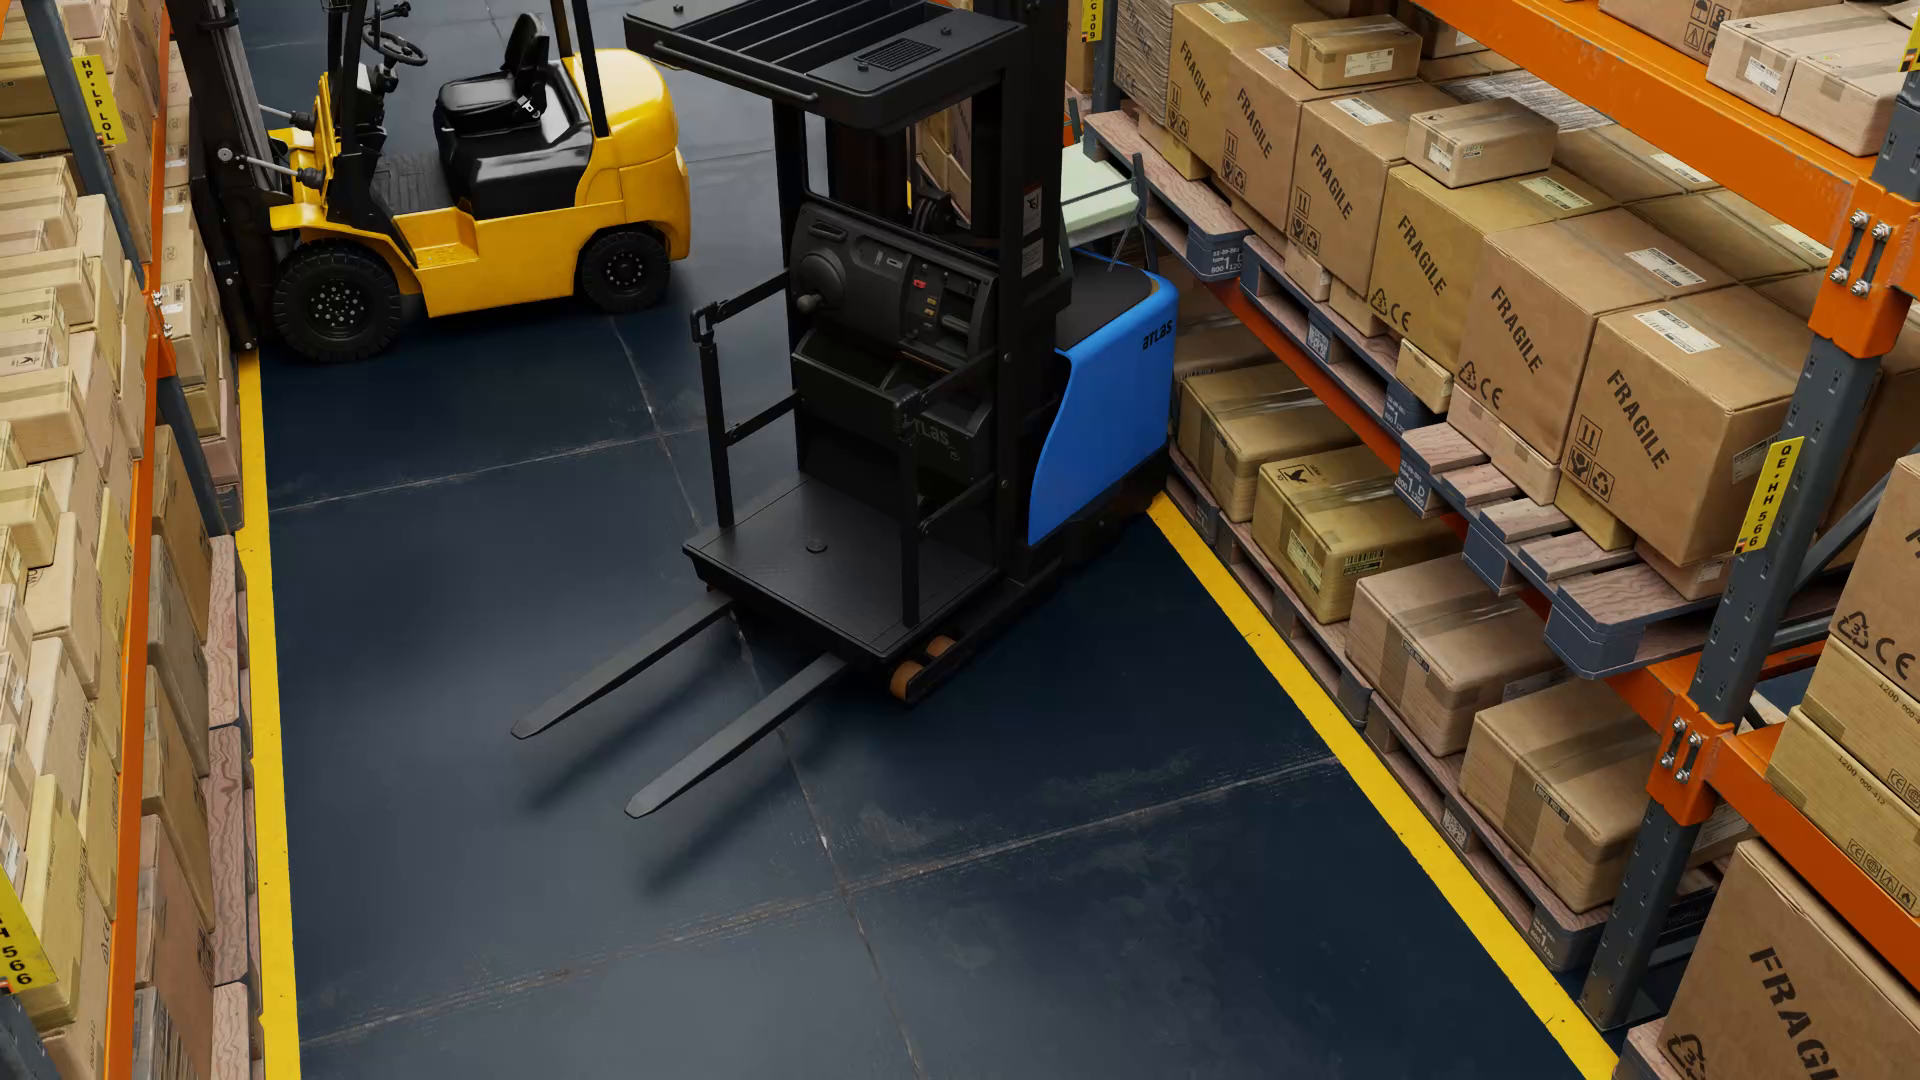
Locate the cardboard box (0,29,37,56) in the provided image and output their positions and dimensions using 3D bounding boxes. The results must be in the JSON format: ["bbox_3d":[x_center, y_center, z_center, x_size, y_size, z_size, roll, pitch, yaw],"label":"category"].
[{"bbox_3d":[-3.607,-1.806,6.284,0.380,0.149,0.250,-12,39,-15],"label":"cardboard box"}]

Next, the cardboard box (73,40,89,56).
[{"bbox_3d":[-3.653,-1.842,6.580,0.380,0.149,0.250,-13,39,-16],"label":"cardboard box"}]

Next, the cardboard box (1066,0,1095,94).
[{"bbox_3d":[0.689,-2.409,7.625,0.500,0.500,0.500,-13,39,-17],"label":"cardboard box"}]

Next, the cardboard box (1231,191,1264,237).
[{"bbox_3d":[1.265,-1.299,6.341,0.380,0.149,0.250,-12,39,-15],"label":"cardboard box"}]

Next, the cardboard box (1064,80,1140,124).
[{"bbox_3d":[0.678,-2.069,7.712,0.380,0.149,0.250,-13,39,-16],"label":"cardboard box"}]

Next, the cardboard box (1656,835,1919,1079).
[{"bbox_3d":[2.611,1.297,4.451,0.875,0.875,0.875,-13,39,-16],"label":"cardboard box"}]

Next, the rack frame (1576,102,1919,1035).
[{"bbox_3d":[2.452,0.209,4.479,1.000,3.000,0.127,-12,39,-16],"label":"rack frame"}]

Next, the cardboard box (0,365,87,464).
[{"bbox_3d":[-2.627,-0.323,4.564,0.380,0.149,0.250,-13,39,-17],"label":"cardboard box"}]

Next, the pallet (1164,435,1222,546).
[{"bbox_3d":[1.344,-0.497,7.735,1.003,0.211,1.213,-12,39,-16],"label":"pallet"}]

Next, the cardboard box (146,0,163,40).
[{"bbox_3d":[-4.375,-2.802,8.393,0.500,0.500,0.500,-11,38,-15],"label":"cardboard box"}]

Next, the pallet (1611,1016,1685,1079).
[{"bbox_3d":[2.652,1.784,4.706,1.003,0.211,1.213,-12,39,-16],"label":"pallet"}]

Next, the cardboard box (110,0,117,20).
[{"bbox_3d":[-3.860,-2.283,7.166,0.380,0.149,0.250,-14,39,-17],"label":"cardboard box"}]

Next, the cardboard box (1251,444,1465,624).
[{"bbox_3d":[1.749,-0.075,6.692,0.950,0.372,0.625,-11,38,-14],"label":"cardboard box"}]

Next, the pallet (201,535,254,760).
[{"bbox_3d":[-3.294,0.501,6.409,1.003,0.211,1.213,-12,39,-16],"label":"pallet"}]

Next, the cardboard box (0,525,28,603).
[{"bbox_3d":[-2.463,0.128,3.965,0.380,0.149,0.250,-12,39,-15],"label":"cardboard box"}]

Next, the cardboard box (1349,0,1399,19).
[{"bbox_3d":[1.695,-2.036,6.241,0.380,0.149,0.250,-14,39,-17],"label":"cardboard box"}]

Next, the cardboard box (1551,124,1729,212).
[{"bbox_3d":[2.139,-1.011,5.420,0.500,0.500,0.500,-12,39,-15],"label":"cardboard box"}]

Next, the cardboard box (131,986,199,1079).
[{"bbox_3d":[-2.409,1.664,4.172,0.875,0.625,0.625,-11,38,-15],"label":"cardboard box"}]

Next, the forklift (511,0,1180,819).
[{"bbox_3d":[-0.397,-0.880,5.983,1.130,2.935,3.031,26,44,30],"label":"forklift"}]

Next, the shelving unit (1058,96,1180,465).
[{"bbox_3d":[0.577,-1.085,7.369,0.431,1.500,0.755,-20,36,-8],"label":"shelving unit"}]

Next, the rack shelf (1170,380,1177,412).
[{"bbox_3d":[0.643,-0.828,7.560,0.431,0.370,0.720,-20,36,-8],"label":"rack shelf"}]

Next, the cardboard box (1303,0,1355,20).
[{"bbox_3d":[1.621,-1.884,6.578,0.500,0.500,0.500,-12,39,-16],"label":"cardboard box"}]

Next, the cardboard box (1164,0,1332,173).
[{"bbox_3d":[1.140,-1.770,6.427,0.500,0.500,0.500,-12,39,-16],"label":"cardboard box"}]

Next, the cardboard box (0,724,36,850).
[{"bbox_3d":[-2.134,0.548,3.407,0.380,0.149,0.250,-12,39,-15],"label":"cardboard box"}]

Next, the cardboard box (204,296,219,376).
[{"bbox_3d":[-3.636,-0.911,7.487,0.500,0.250,0.500,-13,39,-16],"label":"cardboard box"}]

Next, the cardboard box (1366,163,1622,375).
[{"bbox_3d":[1.671,-0.891,5.261,0.500,0.500,0.500,-15,40,-19],"label":"cardboard box"}]

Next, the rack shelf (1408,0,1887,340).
[{"bbox_3d":[1.763,-1.832,5.293,1.077,0.370,4.000,-12,39,-16],"label":"rack shelf"}]

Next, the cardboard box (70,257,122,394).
[{"bbox_3d":[-2.991,-0.647,5.325,0.500,0.250,0.500,-13,39,-17],"label":"cardboard box"}]

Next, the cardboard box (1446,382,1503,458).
[{"bbox_3d":[1.750,-0.408,5.159,0.380,0.149,0.250,-14,39,-18],"label":"cardboard box"}]

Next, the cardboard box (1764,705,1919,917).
[{"bbox_3d":[2.384,0.597,4.088,0.500,0.250,0.500,-13,39,-17],"label":"cardboard box"}]

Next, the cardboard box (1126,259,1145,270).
[{"bbox_3d":[0.619,-1.398,8.550,0.500,0.250,0.500,-11,38,-14],"label":"cardboard box"}]

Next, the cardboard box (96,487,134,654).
[{"bbox_3d":[-2.660,0.129,4.710,0.500,0.250,0.500,-11,38,-14],"label":"cardboard box"}]

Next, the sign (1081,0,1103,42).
[{"bbox_3d":[0.568,-2.280,7.064,0.100,0.325,0.005,-12,39,-16],"label":"sign"}]

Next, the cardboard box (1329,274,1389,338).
[{"bbox_3d":[1.510,-0.854,5.750,0.380,0.149,0.250,-14,39,-17],"label":"cardboard box"}]

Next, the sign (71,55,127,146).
[{"bbox_3d":[-3.078,-1.569,5.944,0.100,0.325,0.005,-12,39,-16],"label":"sign"}]

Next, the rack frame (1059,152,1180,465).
[{"bbox_3d":[0.688,-0.895,7.076,0.400,1.500,0.023,-20,36,-8],"label":"rack frame"}]

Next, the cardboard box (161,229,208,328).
[{"bbox_3d":[-3.622,-1.119,7.348,0.500,0.250,0.500,-12,39,-16],"label":"cardboard box"}]

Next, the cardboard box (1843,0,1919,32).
[{"bbox_3d":[2.415,-1.293,4.092,0.396,0.266,0.258,-12,39,-16],"label":"cardboard box"}]

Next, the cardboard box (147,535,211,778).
[{"bbox_3d":[-3.134,0.492,5.728,0.875,0.625,0.625,-13,39,-16],"label":"cardboard box"}]

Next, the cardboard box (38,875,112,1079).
[{"bbox_3d":[-2.131,0.997,3.557,0.500,0.250,0.500,-12,39,-16],"label":"cardboard box"}]

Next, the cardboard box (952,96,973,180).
[{"bbox_3d":[0.266,-2.273,9.088,0.500,0.500,0.500,-10,38,-14],"label":"cardboard box"}]

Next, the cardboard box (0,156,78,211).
[{"bbox_3d":[-3.258,-1.173,5.692,0.380,0.149,0.250,-11,38,-14],"label":"cardboard box"}]

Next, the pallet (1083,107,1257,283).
[{"bbox_3d":[1.202,-1.512,6.924,1.003,0.211,1.213,-12,39,-16],"label":"pallet"}]

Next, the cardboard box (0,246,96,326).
[{"bbox_3d":[-2.902,-0.761,5.144,0.380,0.149,0.250,-14,39,-17],"label":"cardboard box"}]

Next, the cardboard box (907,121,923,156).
[{"bbox_3d":[-0.115,-2.577,10.114,0.500,0.250,0.500,-11,38,-14],"label":"cardboard box"}]

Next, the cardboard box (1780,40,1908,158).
[{"bbox_3d":[2.146,-1.023,3.831,0.380,0.149,0.250,-12,39,-16],"label":"cardboard box"}]

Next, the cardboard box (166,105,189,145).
[{"bbox_3d":[-4.145,-1.983,8.495,0.500,0.250,0.500,-12,39,-15],"label":"cardboard box"}]

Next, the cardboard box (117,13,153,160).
[{"bbox_3d":[-3.862,-1.942,7.252,0.500,0.500,0.500,-13,39,-16],"label":"cardboard box"}]

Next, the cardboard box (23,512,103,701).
[{"bbox_3d":[-2.465,0.215,4.180,0.500,0.250,0.500,-13,39,-17],"label":"cardboard box"}]

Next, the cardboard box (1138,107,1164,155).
[{"bbox_3d":[0.969,-1.740,6.927,0.380,0.149,0.250,-12,39,-15],"label":"cardboard box"}]

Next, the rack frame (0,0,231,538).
[{"bbox_3d":[-3.584,-1.021,6.112,1.000,3.000,0.127,-12,39,-16],"label":"rack frame"}]

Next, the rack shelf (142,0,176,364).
[{"bbox_3d":[-4.272,-1.863,7.828,1.077,0.370,4.000,-12,39,-16],"label":"rack shelf"}]

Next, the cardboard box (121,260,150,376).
[{"bbox_3d":[-3.165,-0.730,5.851,0.500,0.250,0.500,-12,39,-15],"label":"cardboard box"}]

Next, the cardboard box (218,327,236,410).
[{"bbox_3d":[-3.629,-0.716,7.643,0.500,0.250,0.500,-13,39,-17],"label":"cardboard box"}]

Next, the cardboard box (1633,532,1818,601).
[{"bbox_3d":[2.118,0.005,4.610,0.380,0.149,0.250,-11,38,-14],"label":"cardboard box"}]
